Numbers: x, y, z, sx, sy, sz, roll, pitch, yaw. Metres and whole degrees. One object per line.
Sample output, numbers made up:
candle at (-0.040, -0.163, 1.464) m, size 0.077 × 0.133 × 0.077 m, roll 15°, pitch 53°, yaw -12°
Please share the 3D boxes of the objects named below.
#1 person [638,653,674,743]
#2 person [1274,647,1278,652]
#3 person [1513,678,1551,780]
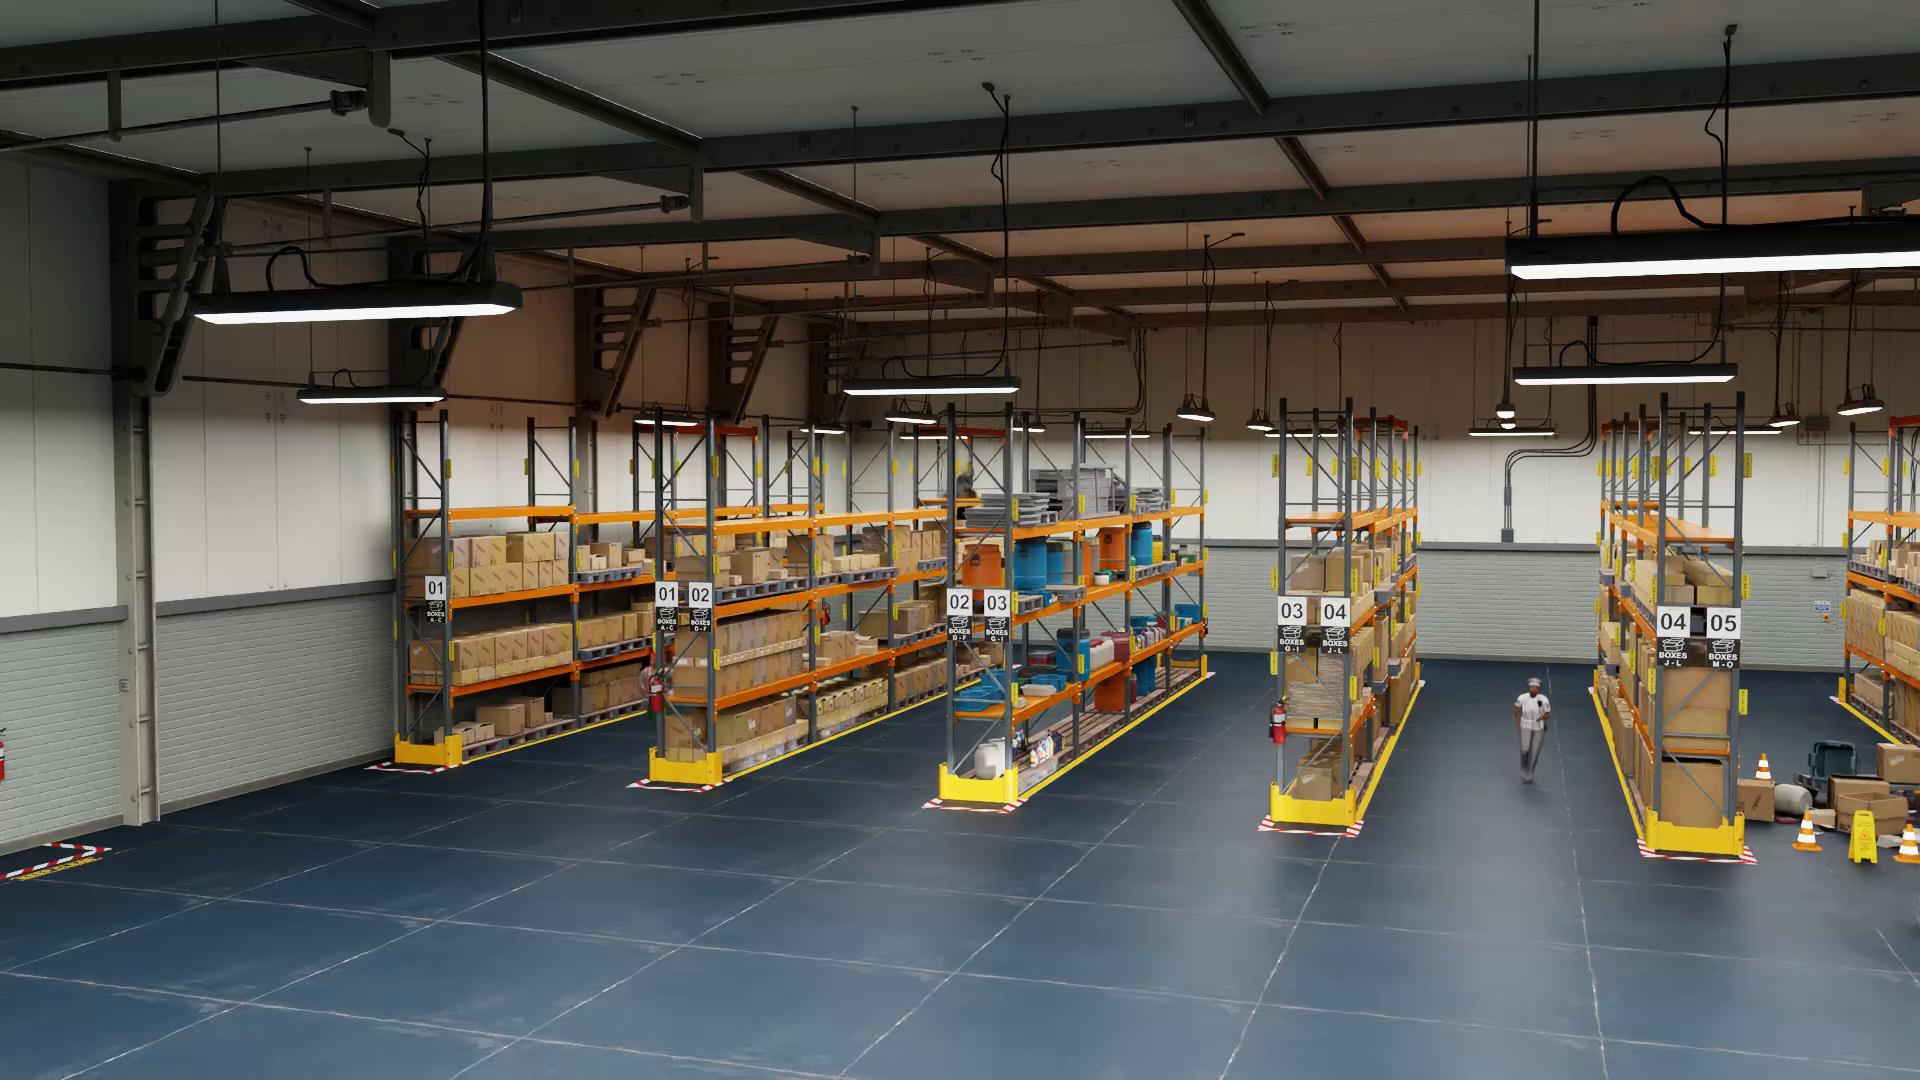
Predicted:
person at (-5.356, 2.863, 29.304) m, size 0.620 × 1.802 × 0.789 m, roll 1°, pitch 3°, yaw 13°
person at (6.821, 2.718, 34.613) m, size 0.602 × 1.605 × 0.540 m, roll 0°, pitch 2°, yaw 9°
person at (9.134, 3.018, 26.545) m, size 0.569 × 1.653 × 0.671 m, roll 1°, pitch 3°, yaw 16°
